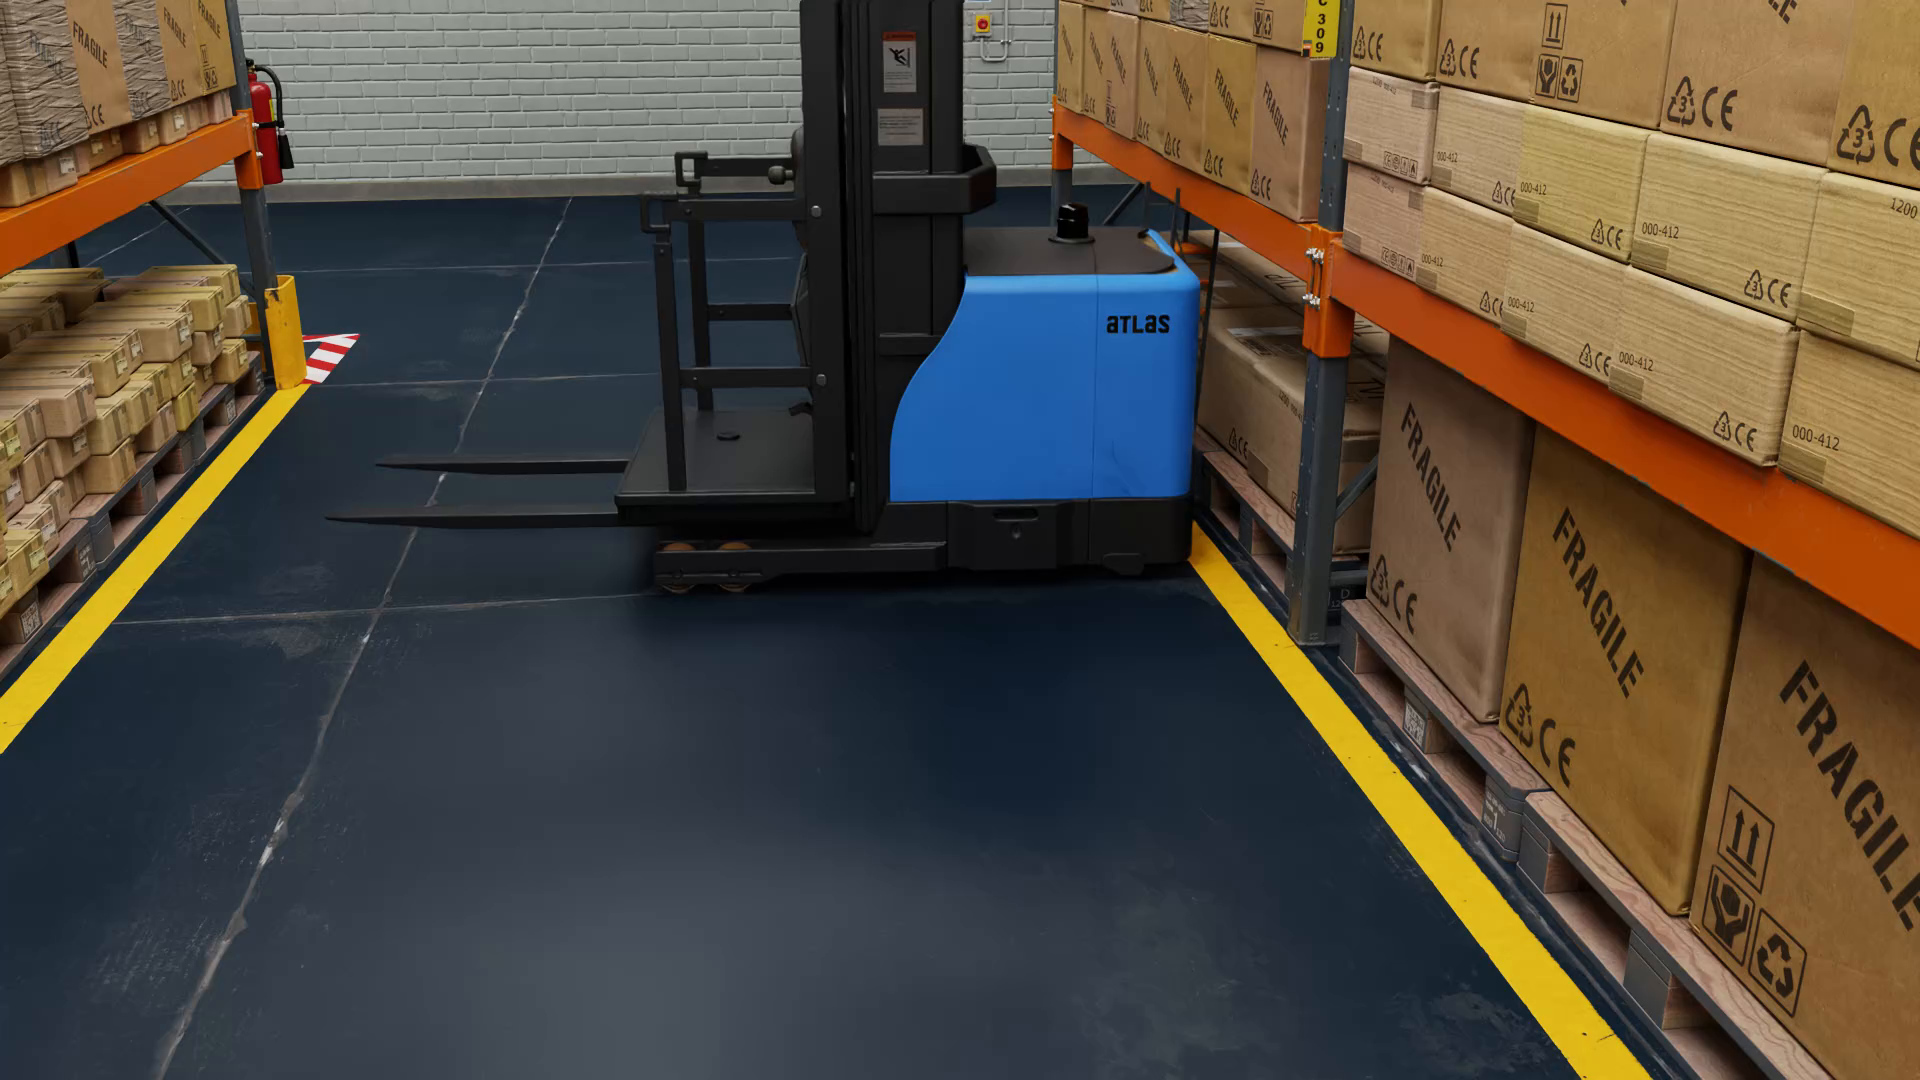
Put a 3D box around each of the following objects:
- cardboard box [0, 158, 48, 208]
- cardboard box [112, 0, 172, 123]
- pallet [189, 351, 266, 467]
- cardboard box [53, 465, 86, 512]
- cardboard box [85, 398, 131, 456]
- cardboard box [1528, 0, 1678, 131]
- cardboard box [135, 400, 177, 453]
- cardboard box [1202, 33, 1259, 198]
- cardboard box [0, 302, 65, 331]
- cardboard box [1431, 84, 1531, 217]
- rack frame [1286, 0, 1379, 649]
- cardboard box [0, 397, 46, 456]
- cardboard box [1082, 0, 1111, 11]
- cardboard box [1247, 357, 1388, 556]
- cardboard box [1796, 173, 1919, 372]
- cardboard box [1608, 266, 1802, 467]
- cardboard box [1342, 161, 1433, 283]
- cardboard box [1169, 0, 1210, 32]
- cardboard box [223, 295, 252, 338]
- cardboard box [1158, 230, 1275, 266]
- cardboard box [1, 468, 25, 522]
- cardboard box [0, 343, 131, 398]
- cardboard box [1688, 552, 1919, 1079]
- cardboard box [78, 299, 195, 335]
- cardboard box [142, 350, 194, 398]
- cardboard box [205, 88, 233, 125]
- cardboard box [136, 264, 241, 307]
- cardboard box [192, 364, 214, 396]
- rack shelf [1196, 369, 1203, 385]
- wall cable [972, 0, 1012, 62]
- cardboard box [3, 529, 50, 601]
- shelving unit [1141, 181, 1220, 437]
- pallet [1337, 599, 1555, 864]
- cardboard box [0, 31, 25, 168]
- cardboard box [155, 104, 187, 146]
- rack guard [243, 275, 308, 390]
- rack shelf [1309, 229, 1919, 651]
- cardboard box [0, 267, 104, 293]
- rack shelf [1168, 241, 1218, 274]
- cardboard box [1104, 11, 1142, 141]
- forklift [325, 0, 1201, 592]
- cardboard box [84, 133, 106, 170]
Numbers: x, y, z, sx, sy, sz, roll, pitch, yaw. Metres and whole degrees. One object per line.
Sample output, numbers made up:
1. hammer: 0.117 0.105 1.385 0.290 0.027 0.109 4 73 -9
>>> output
1. cardboard box: -3.244 -1.177 5.441 0.380 0.149 0.250 -3 21 -7
2. cardboard box: -3.426 -1.895 6.435 0.500 0.500 0.500 -3 21 -8
3. pallet: -3.804 -0.589 7.493 1.003 0.211 1.213 -3 21 -8
4. cardboard box: -3.340 -0.176 5.875 0.380 0.149 0.250 -4 21 -10
5. cardboard box: -3.278 -0.409 6.072 0.380 0.149 0.250 -3 21 -8
6. cardboard box: 1.513 -1.105 3.315 0.500 0.500 0.500 -3 21 -9
7. cardboard box: -3.358 -0.449 6.606 0.380 0.149 0.250 -3 21 -7
8. cardboard box: 1.164 -1.477 5.741 0.500 0.500 0.500 -3 21 -9
9. cardboard box: -3.972 -0.882 6.914 0.380 0.149 0.250 -4 21 -10
10. cardboard box: 1.451 -0.923 3.900 0.500 0.250 0.500 -3 21 -7
11. rack frame: 1.563 -1.105 4.887 1.000 3.000 0.127 -3 21 -8
12. cardboard box: -3.292 -0.362 5.523 0.380 0.149 0.250 -3 21 -9
13. cardboard box: 0.855 -2.646 7.441 0.500 0.500 0.500 -3 21 -9
14. cardboard box: 1.579 -0.324 5.858 0.875 0.438 0.875 -3 21 -9
15. cardboard box: 1.647 -0.392 2.479 0.500 0.250 0.500 -3 21 -9
16. cardboard box: 1.563 -0.338 3.048 0.500 0.250 0.500 -3 21 -9
17. cardboard box: 1.365 -0.869 4.470 0.500 0.250 0.500 -3 21 -9
18. cardboard box: 1.074 -2.121 6.037 0.500 0.500 0.500 -3 21 -7
19. cardboard box: -3.539 -1.037 7.756 0.380 0.149 0.250 -3 21 -9
20. cardboard box: 1.181 -1.263 8.372 0.875 0.438 0.875 -4 21 -10
21. cardboard box: -3.252 -0.128 5.321 0.380 0.149 0.250 -3 21 -8
22. cardboard box: -3.365 -0.632 6.246 0.380 0.149 0.250 -3 21 -7
23. cardboard box: 1.998 0.526 2.956 0.875 0.875 0.875 -3 21 -7
24. cardboard box: -3.453 -0.908 6.985 0.380 0.149 0.250 -4 21 -10
25. cardboard box: -3.375 -0.679 6.796 0.380 0.149 0.250 -3 21 -7
26. cardboard box: -3.570 -1.989 7.613 0.380 0.149 0.250 -3 21 -8
27. cardboard box: -3.570 -1.174 7.698 0.380 0.149 0.250 -3 21 -7
28. cardboard box: -3.525 -0.715 7.317 0.380 0.149 0.250 -3 21 -8
29. rack shelf: 0.817 -0.652 6.677 0.258 0.103 0.180 -8 22 -32
30. wall cable: 0.151 -4.931 13.636 0.585 1.953 0.123 -3 21 -8
31. cardboard box: -3.093 0.084 5.178 0.380 0.149 0.250 -2 21 -6
32. shelving unit: 0.829 -0.807 6.626 0.258 1.200 0.189 -8 22 -32
33. pallet: 1.749 0.465 4.670 1.003 0.211 1.213 -3 21 -8
34. cardboard box: -3.221 -1.361 5.006 0.500 0.500 0.500 -3 21 -8
35. cardboard box: -3.461 -1.728 6.913 0.380 0.149 0.250 -2 21 -6
36. rack guard: -3.886 -1.008 8.200 1.175 0.500 0.348 -3 21 -8
37. rack shelf: 1.852 -0.075 3.159 1.077 0.370 4.000 -3 21 -8
38. cardboard box: -4.158 -1.146 7.623 0.380 0.149 0.250 -4 21 -10
39. rack shelf: 0.852 -1.106 6.527 0.258 0.103 0.180 -8 22 -32
40. cardboard box: 0.928 -2.005 7.155 0.500 0.500 0.500 -3 21 -8
41. forklift: -0.715 -1.383 5.730 3.031 2.935 1.130 -1 21 -3
42. cardboard box: -3.417 -1.447 6.163 0.380 0.149 0.250 -3 21 -7
